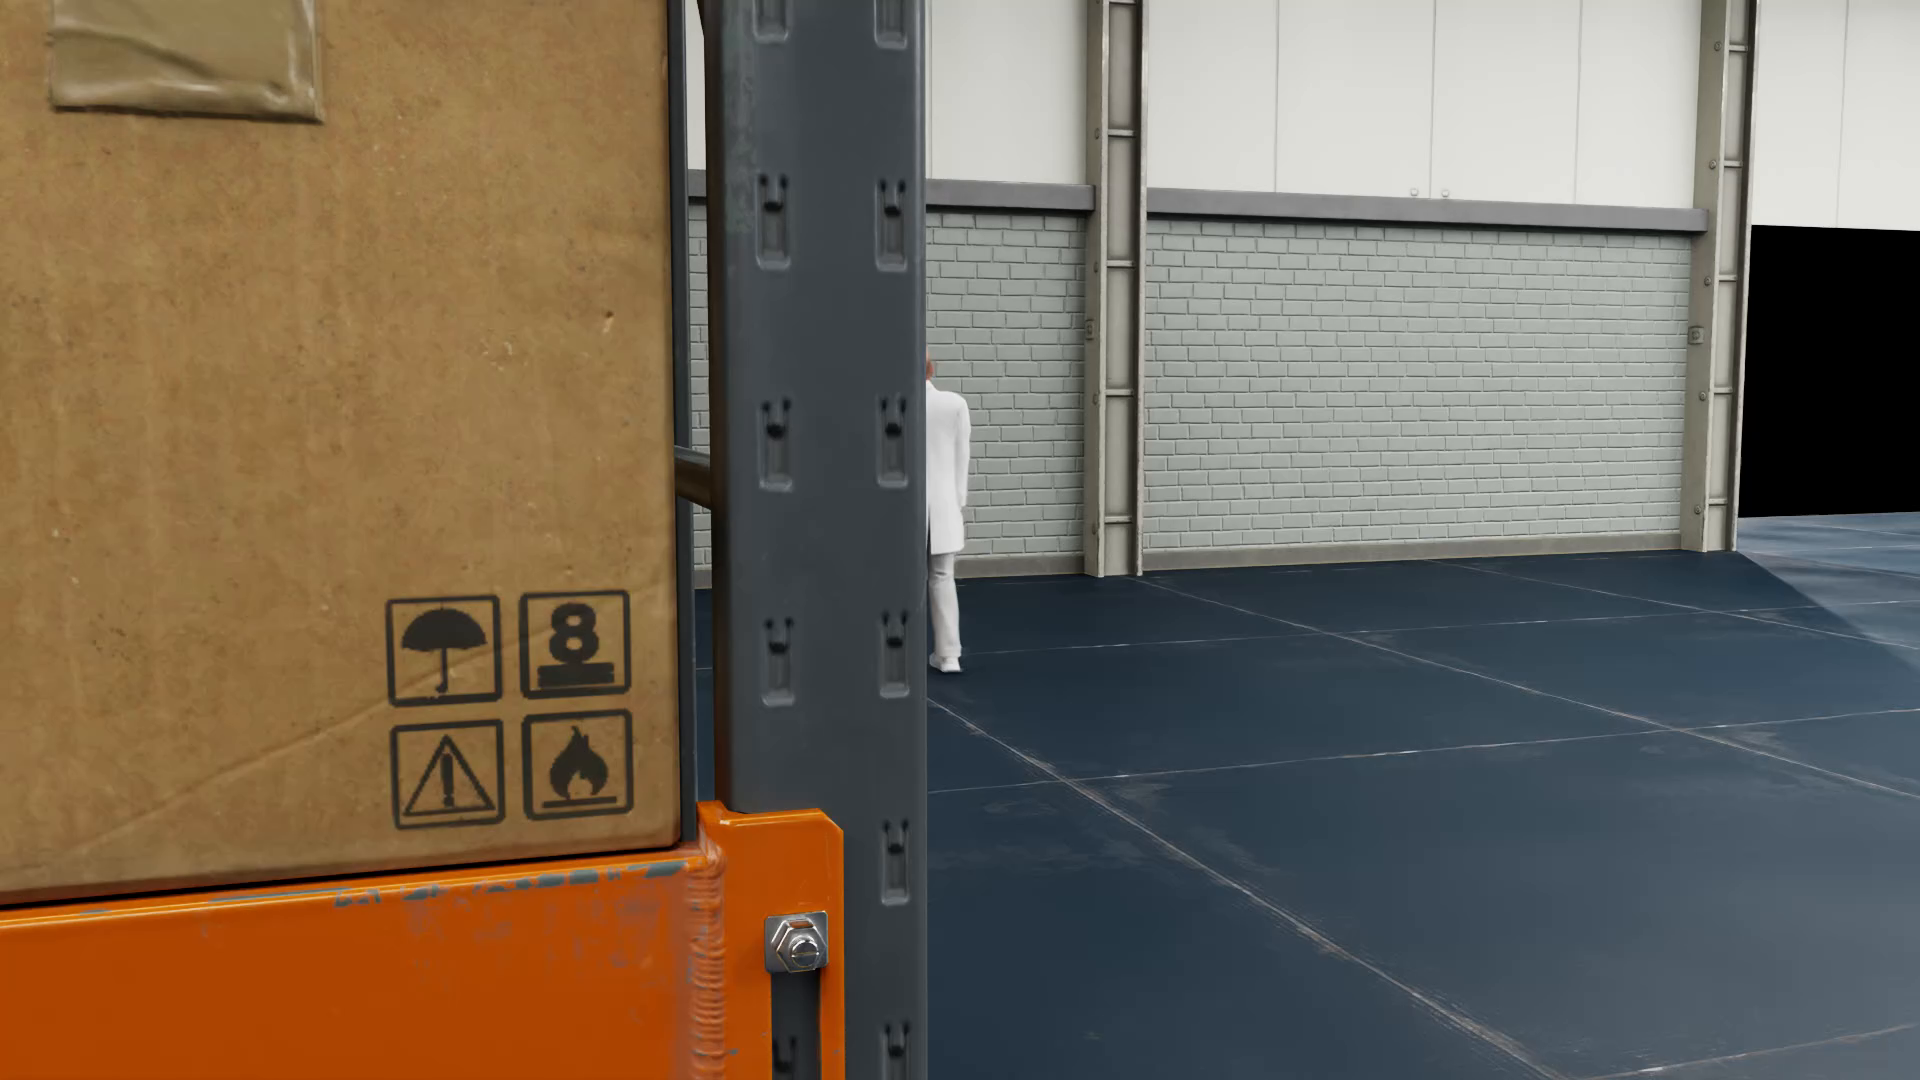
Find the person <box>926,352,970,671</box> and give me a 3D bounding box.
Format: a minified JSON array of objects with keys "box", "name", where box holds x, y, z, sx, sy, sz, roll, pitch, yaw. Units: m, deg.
[{"box":[-0.238,-0.162,9.025,0.567,1.768,0.378,-2,6,-18],"name":"person"}]
